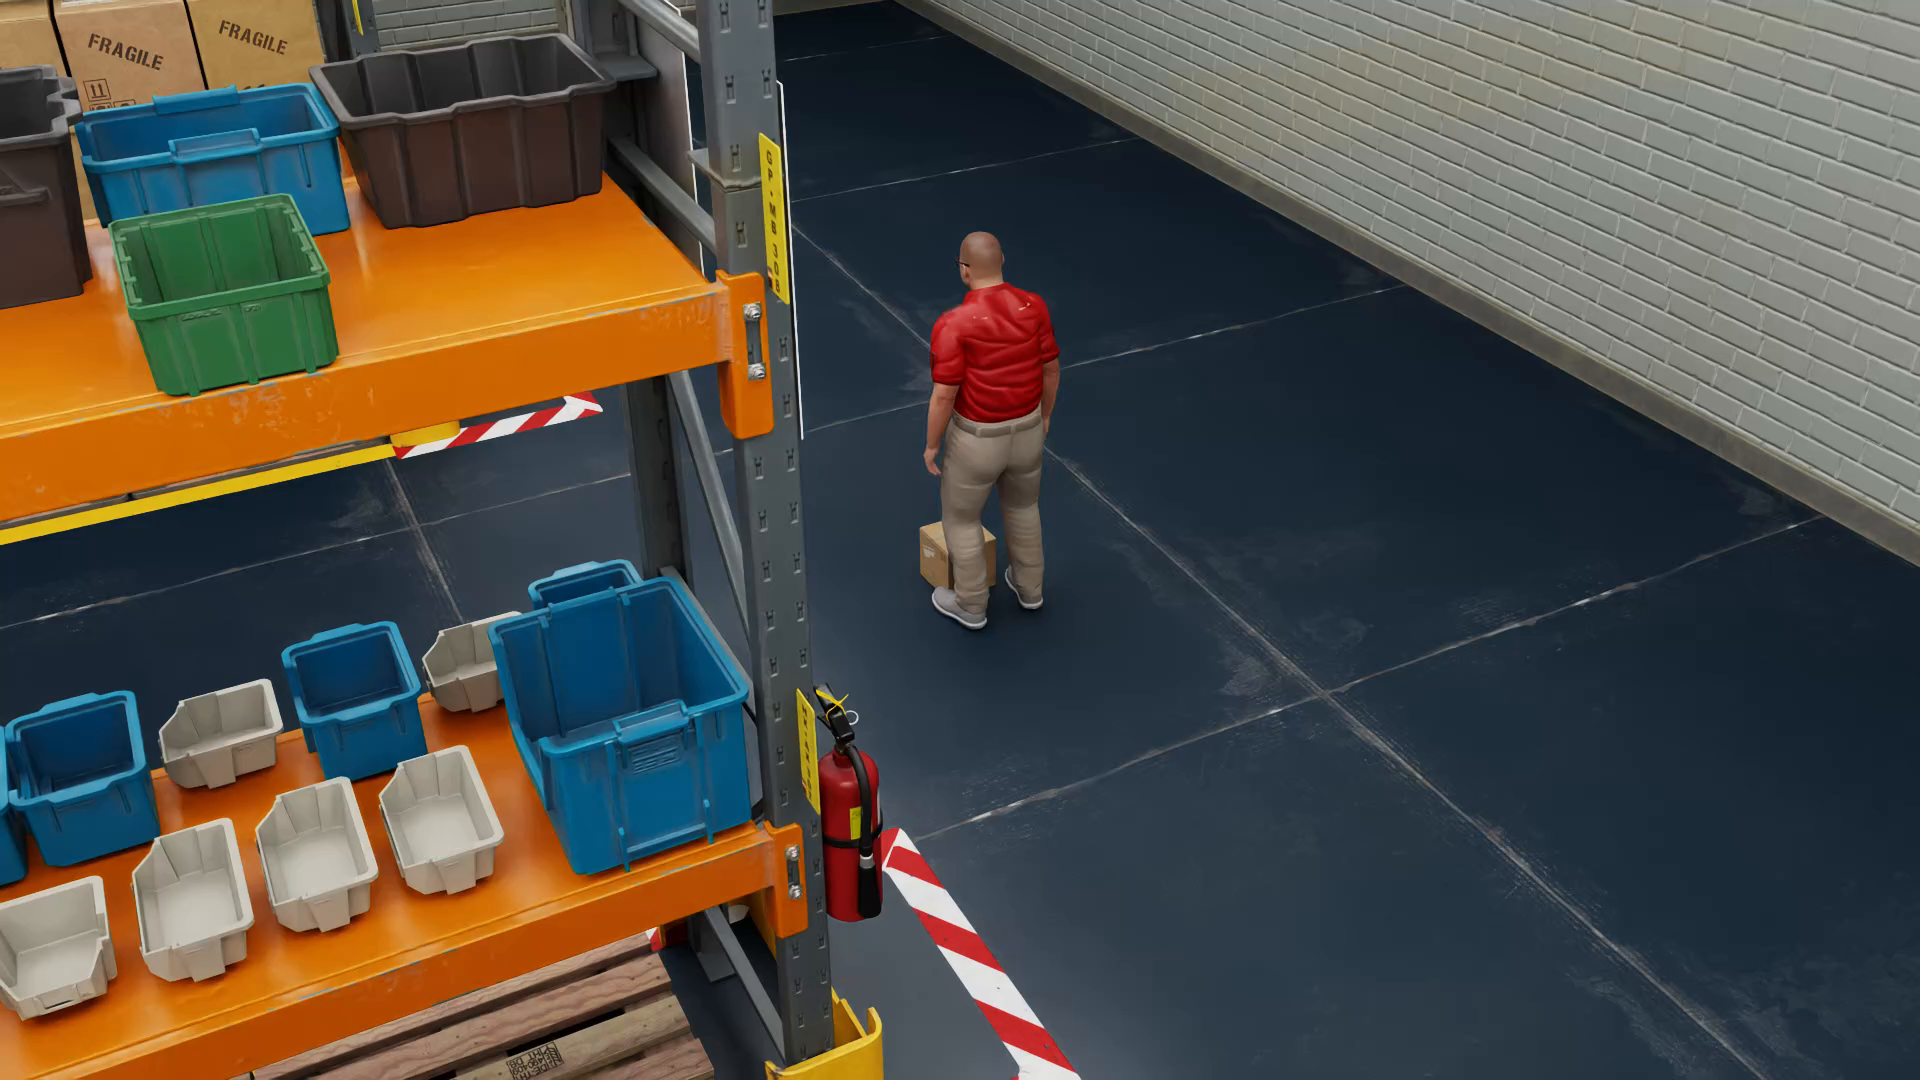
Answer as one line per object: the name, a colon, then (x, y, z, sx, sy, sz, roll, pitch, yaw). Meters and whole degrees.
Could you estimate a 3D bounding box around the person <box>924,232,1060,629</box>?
person: (0.124, -0.432, 6.821, 0.586, 1.727, 0.395, -16, 36, -23)
